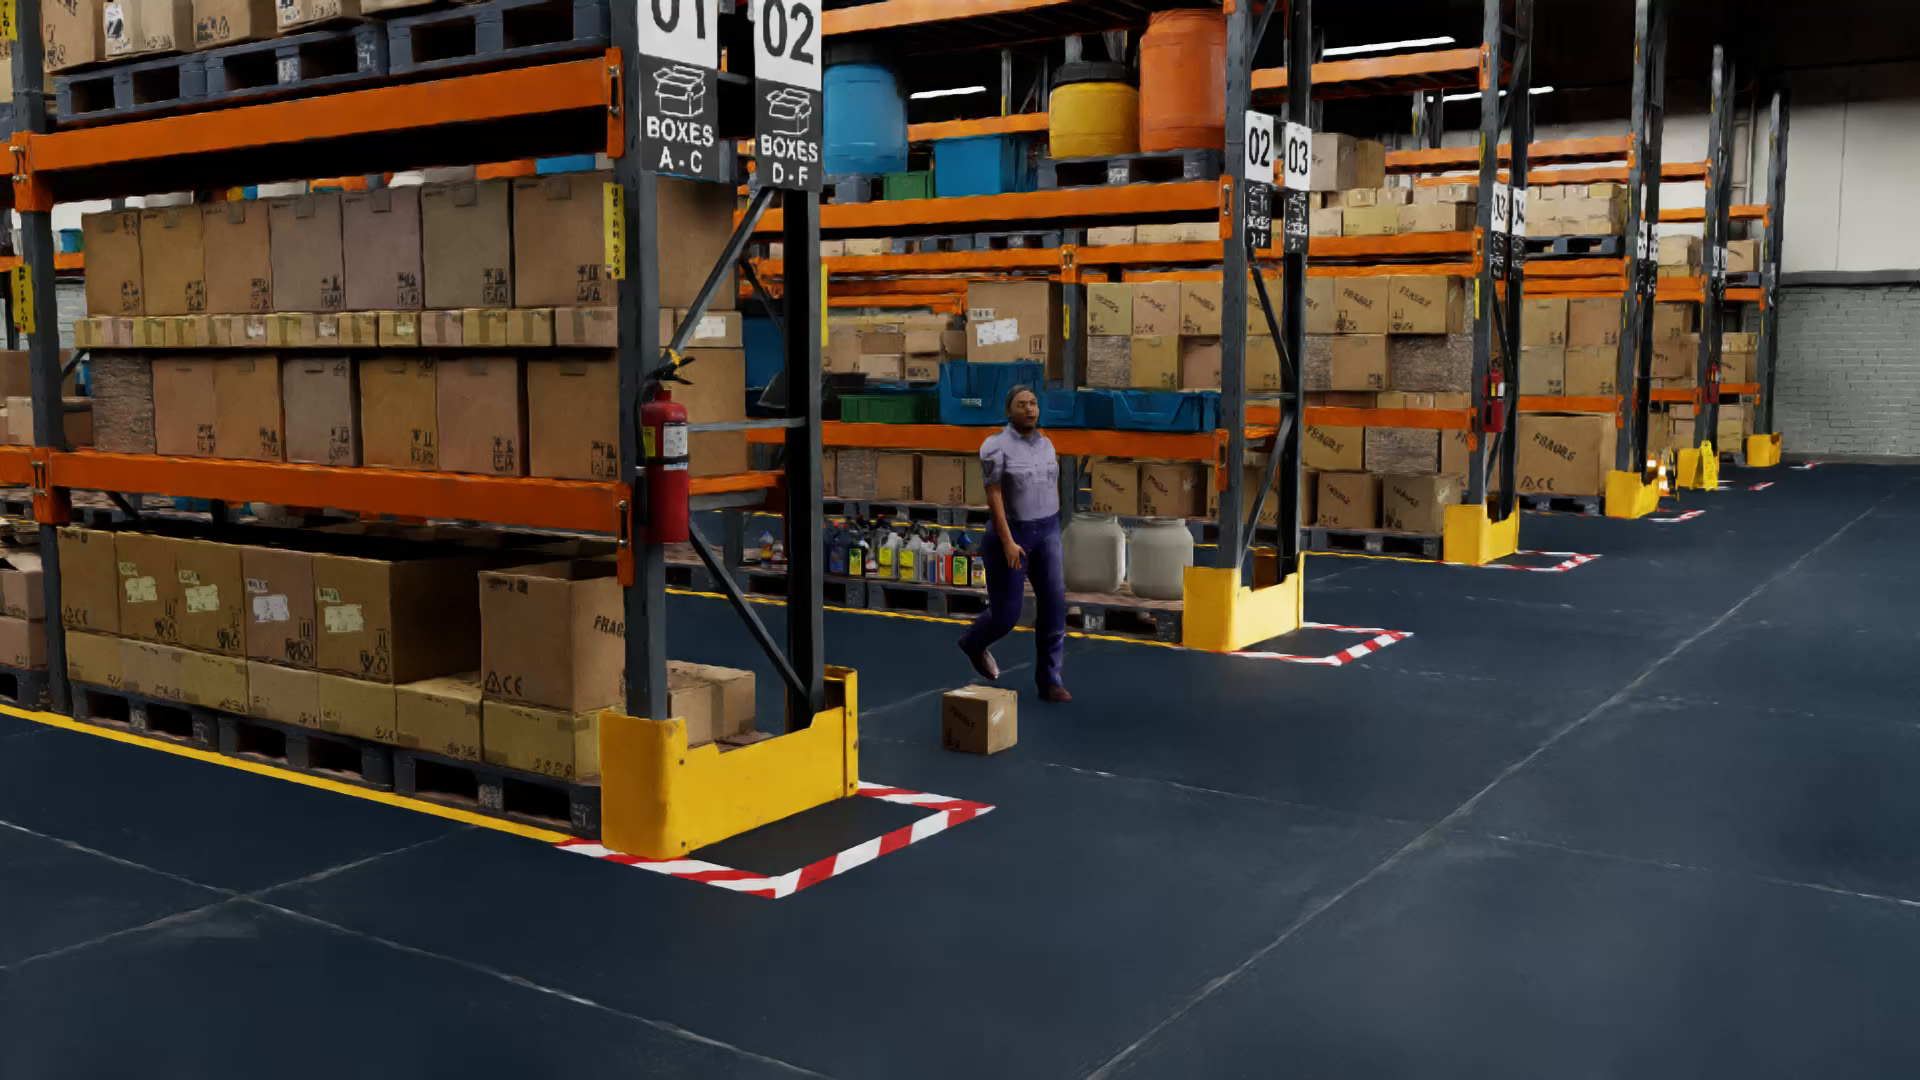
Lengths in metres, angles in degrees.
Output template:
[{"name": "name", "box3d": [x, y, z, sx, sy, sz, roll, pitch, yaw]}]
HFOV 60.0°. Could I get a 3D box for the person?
[{"name": "person", "box3d": [0.304, 0.001, 8.578, 0.504, 1.613, 0.800, -4, 7, -31]}]
